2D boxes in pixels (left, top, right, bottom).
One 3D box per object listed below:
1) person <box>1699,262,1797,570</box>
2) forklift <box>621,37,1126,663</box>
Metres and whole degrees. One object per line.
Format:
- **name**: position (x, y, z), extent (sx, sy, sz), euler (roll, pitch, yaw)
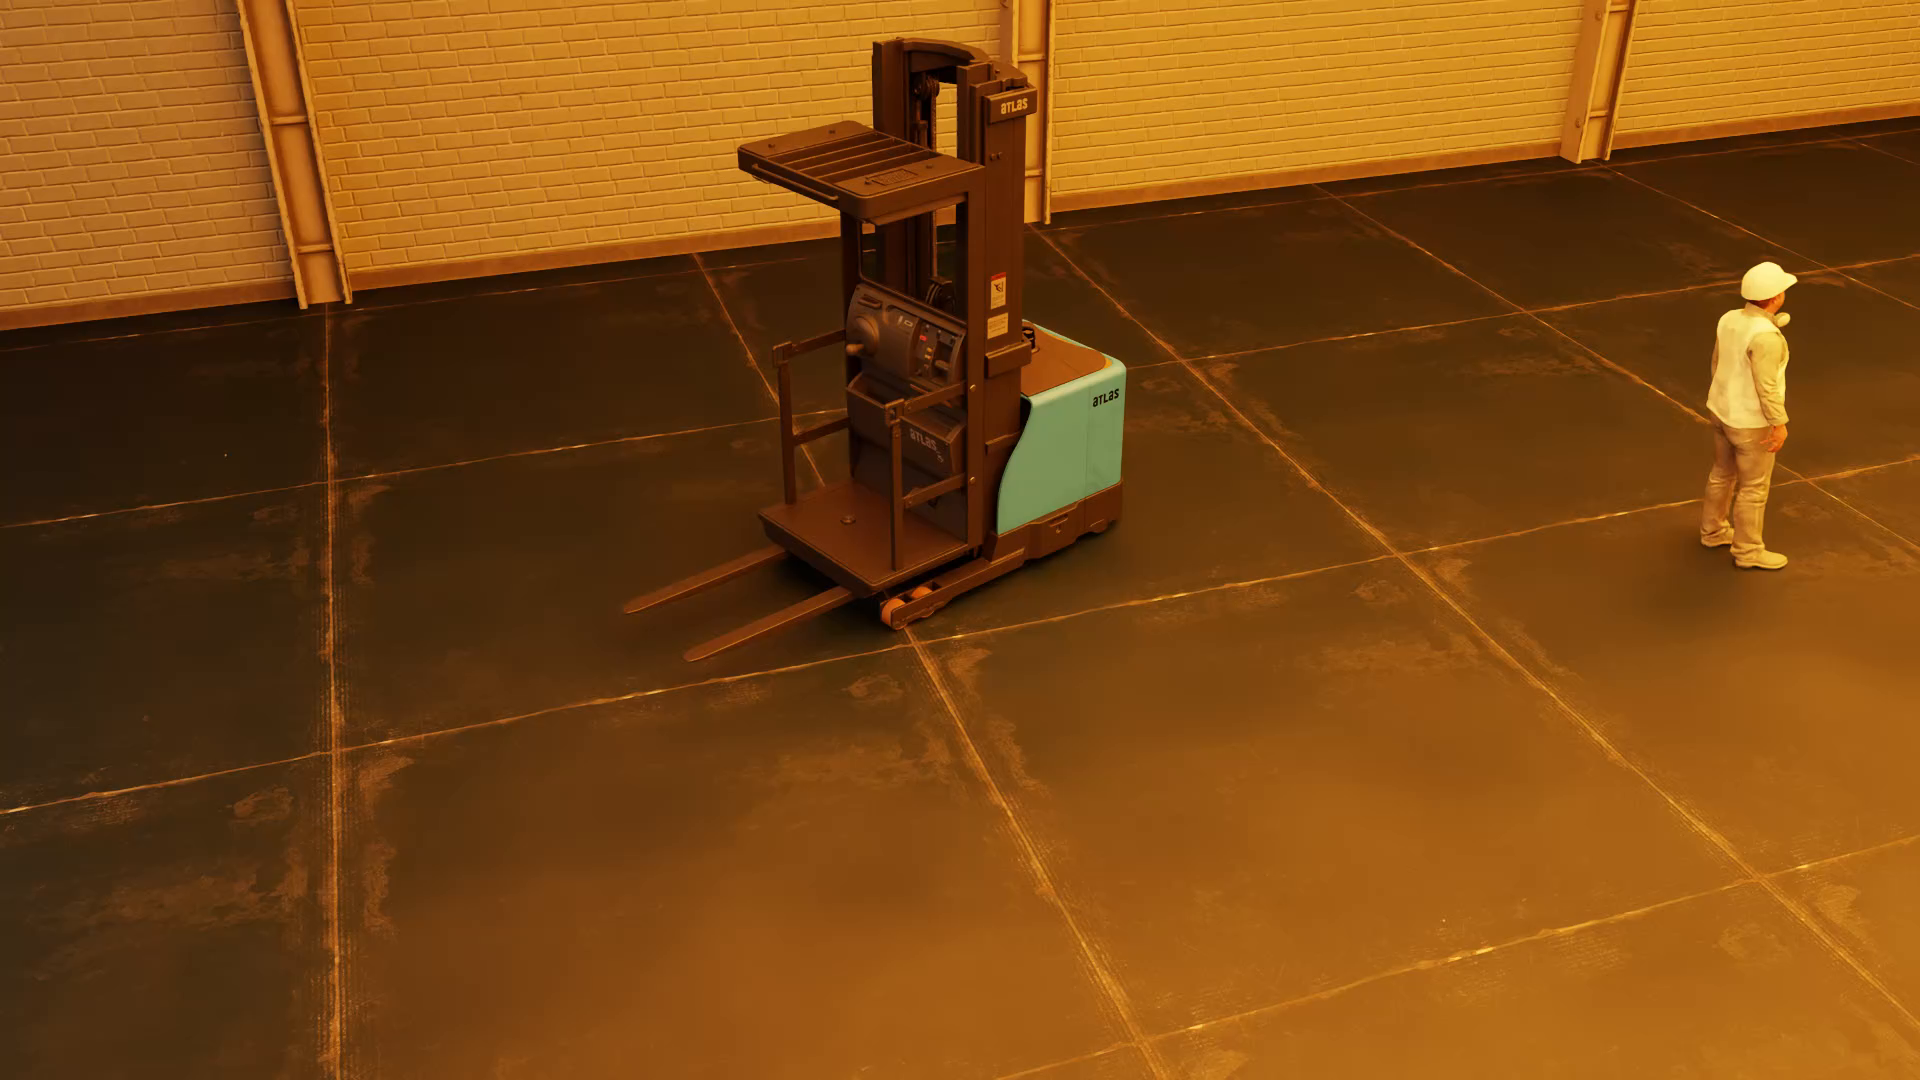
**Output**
- **person**: position (4.552, -0.727, 9.504), extent (0.546, 1.780, 0.614), euler (-3, 30, -6)
- **forklift**: position (-0.461, -1.072, 8.951), extent (3.031, 2.935, 1.130), euler (-23, 37, -34)
